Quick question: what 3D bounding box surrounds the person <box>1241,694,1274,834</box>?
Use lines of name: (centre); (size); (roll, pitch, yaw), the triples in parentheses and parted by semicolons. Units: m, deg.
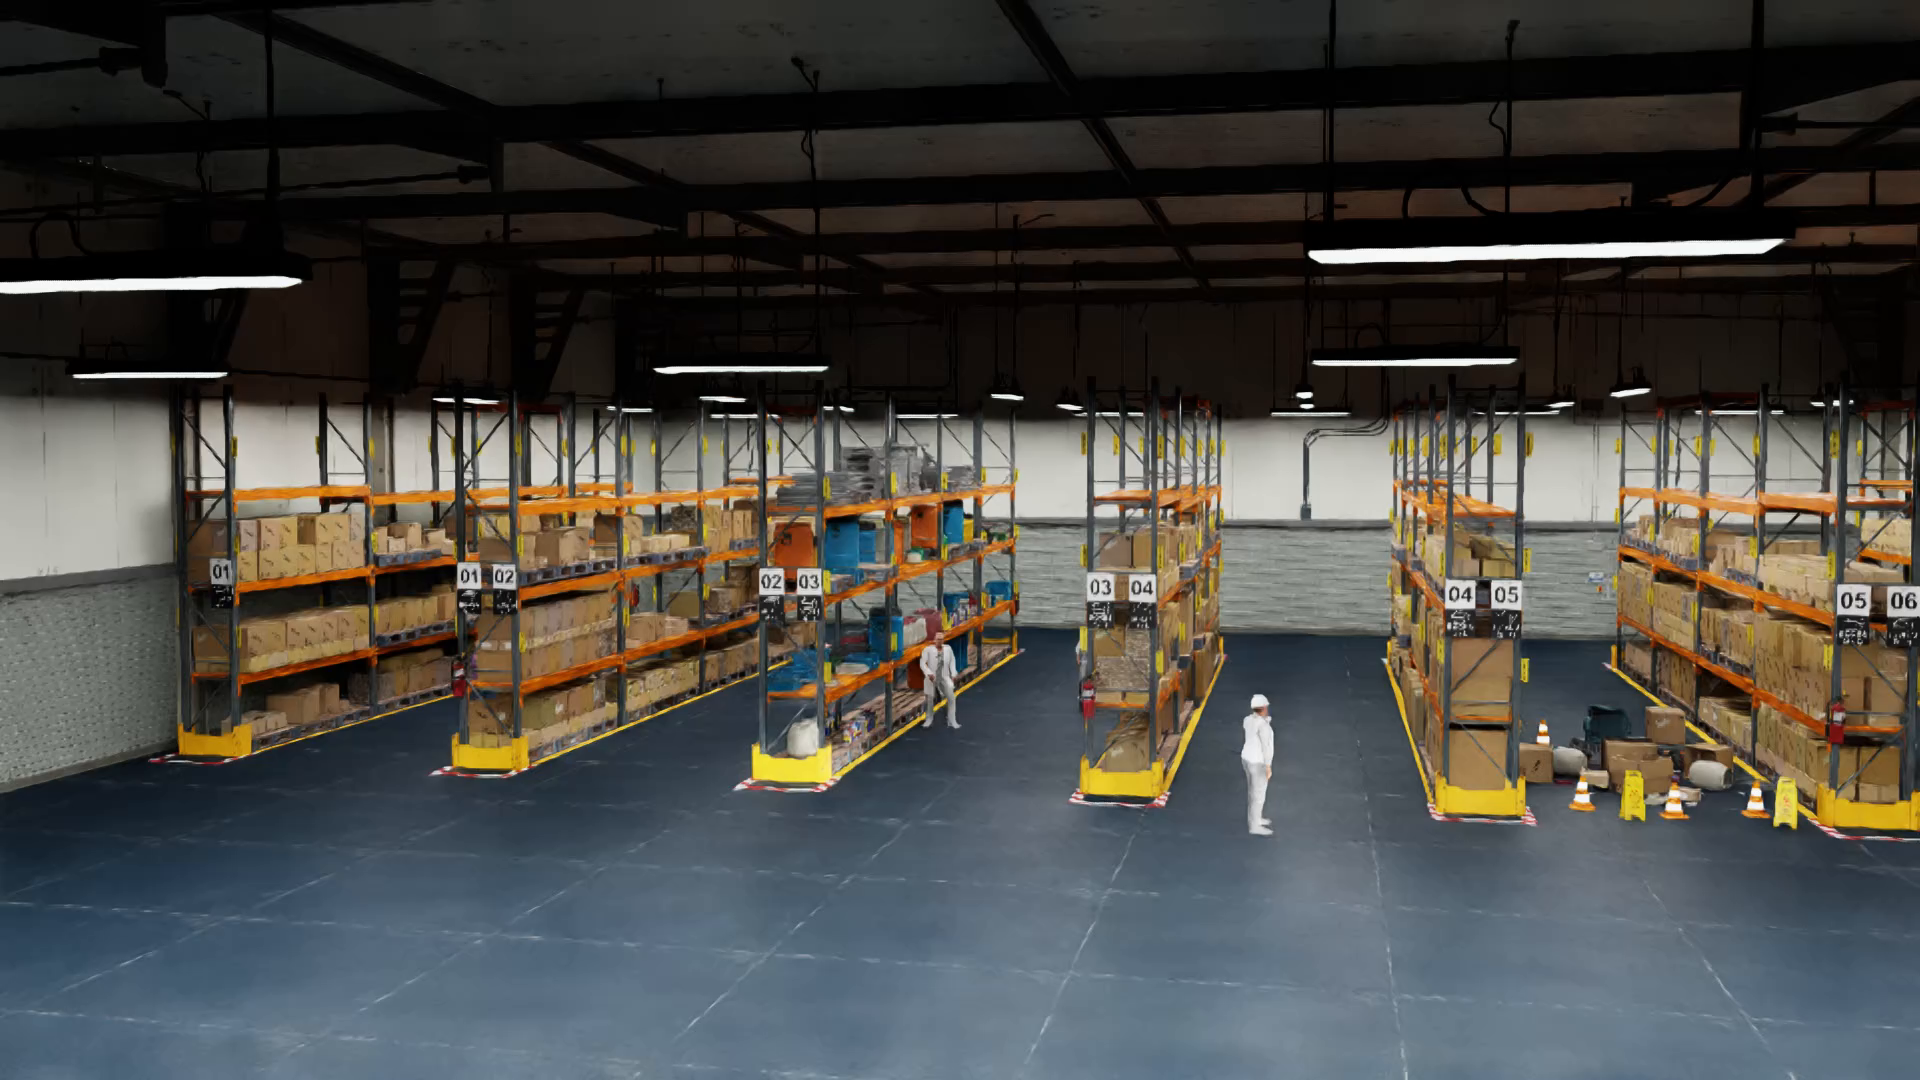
person: (3.919, 2.886, 21.630); (0.460, 1.783, 0.601); (-1, 3, -17)

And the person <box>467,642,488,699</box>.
person: (-8.626, 2.565, 29.988); (0.565, 1.520, 0.796); (1, 3, 18)

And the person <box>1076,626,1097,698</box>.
person: (2.557, 2.404, 32.771); (0.566, 1.541, 0.519); (1, 3, 9)

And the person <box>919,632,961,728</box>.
person: (-0.386, 2.480, 29.555); (0.715, 1.723, 0.838); (-1, 3, -9)
